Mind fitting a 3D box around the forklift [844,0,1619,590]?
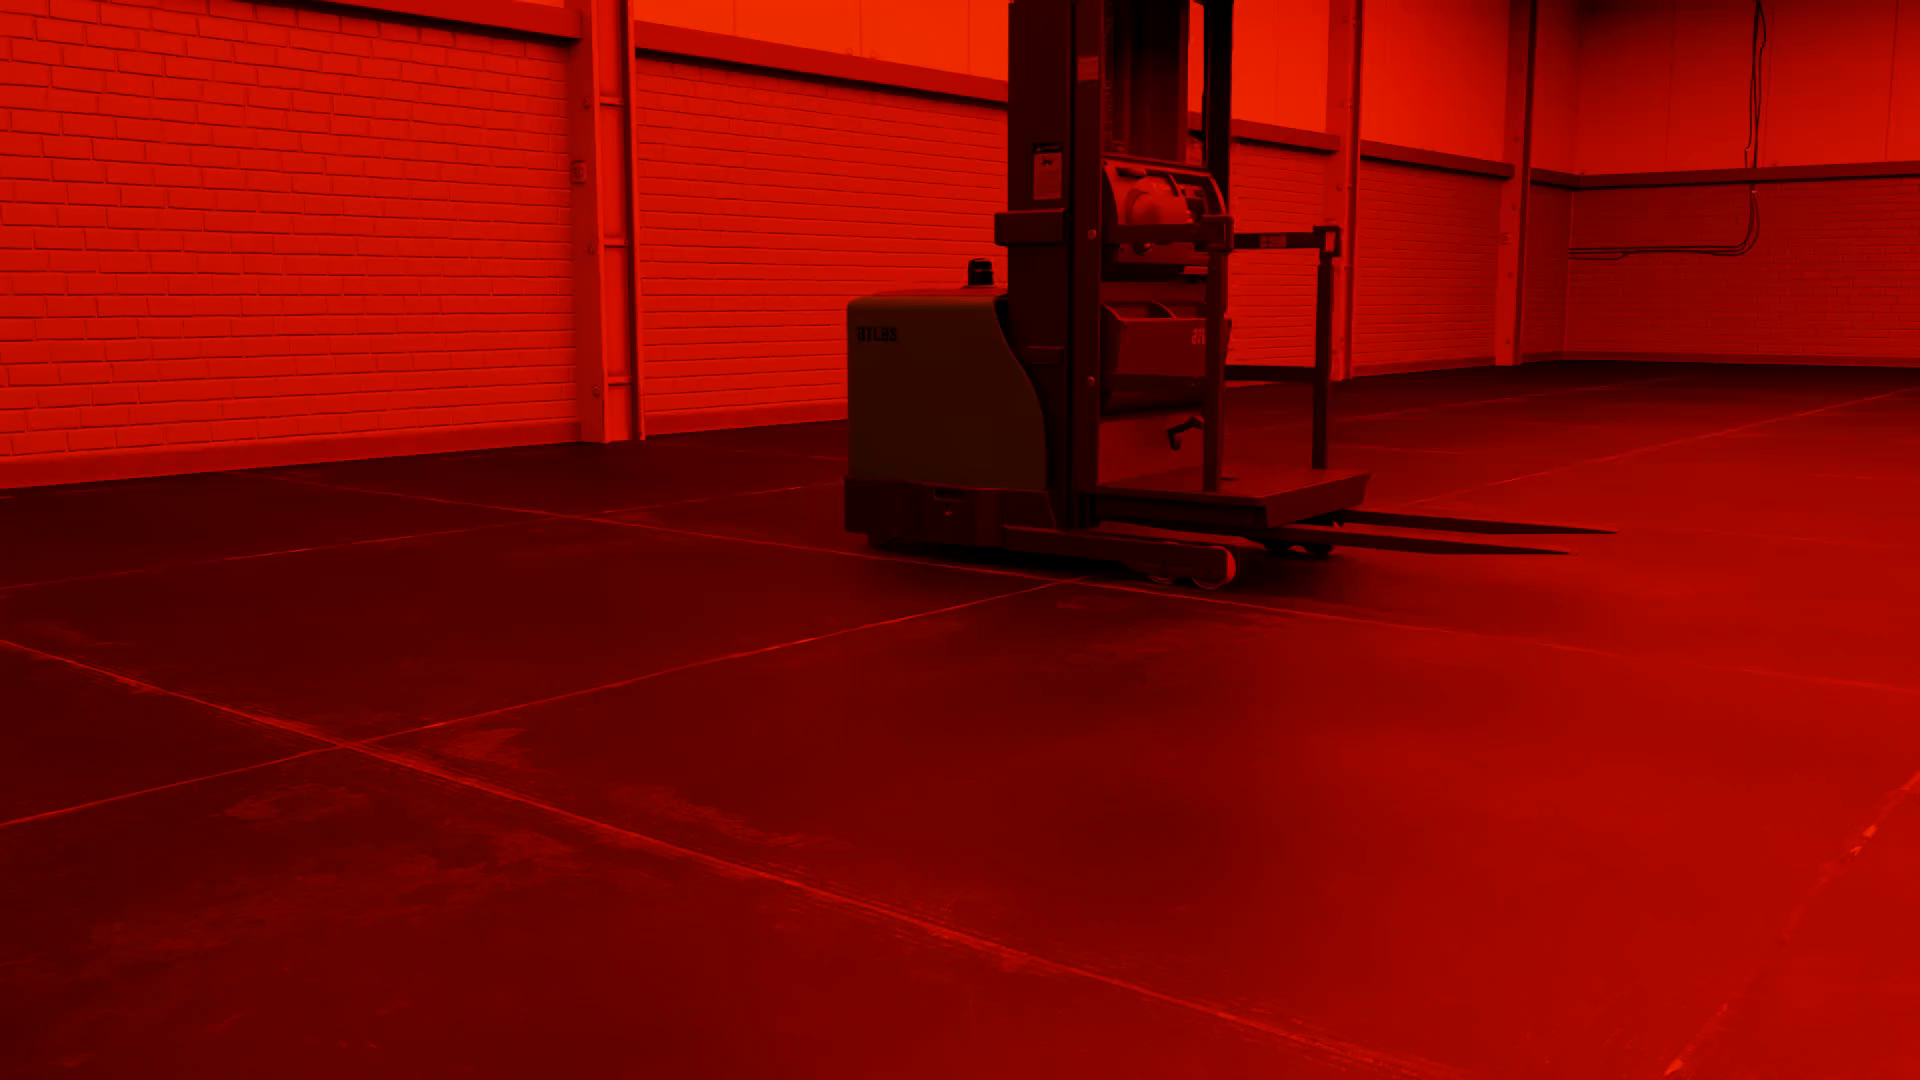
[{"bbox_3d":[0.998,-1.353,6.531,3.031,2.935,1.130,6,10,35],"label":"forklift"}]
